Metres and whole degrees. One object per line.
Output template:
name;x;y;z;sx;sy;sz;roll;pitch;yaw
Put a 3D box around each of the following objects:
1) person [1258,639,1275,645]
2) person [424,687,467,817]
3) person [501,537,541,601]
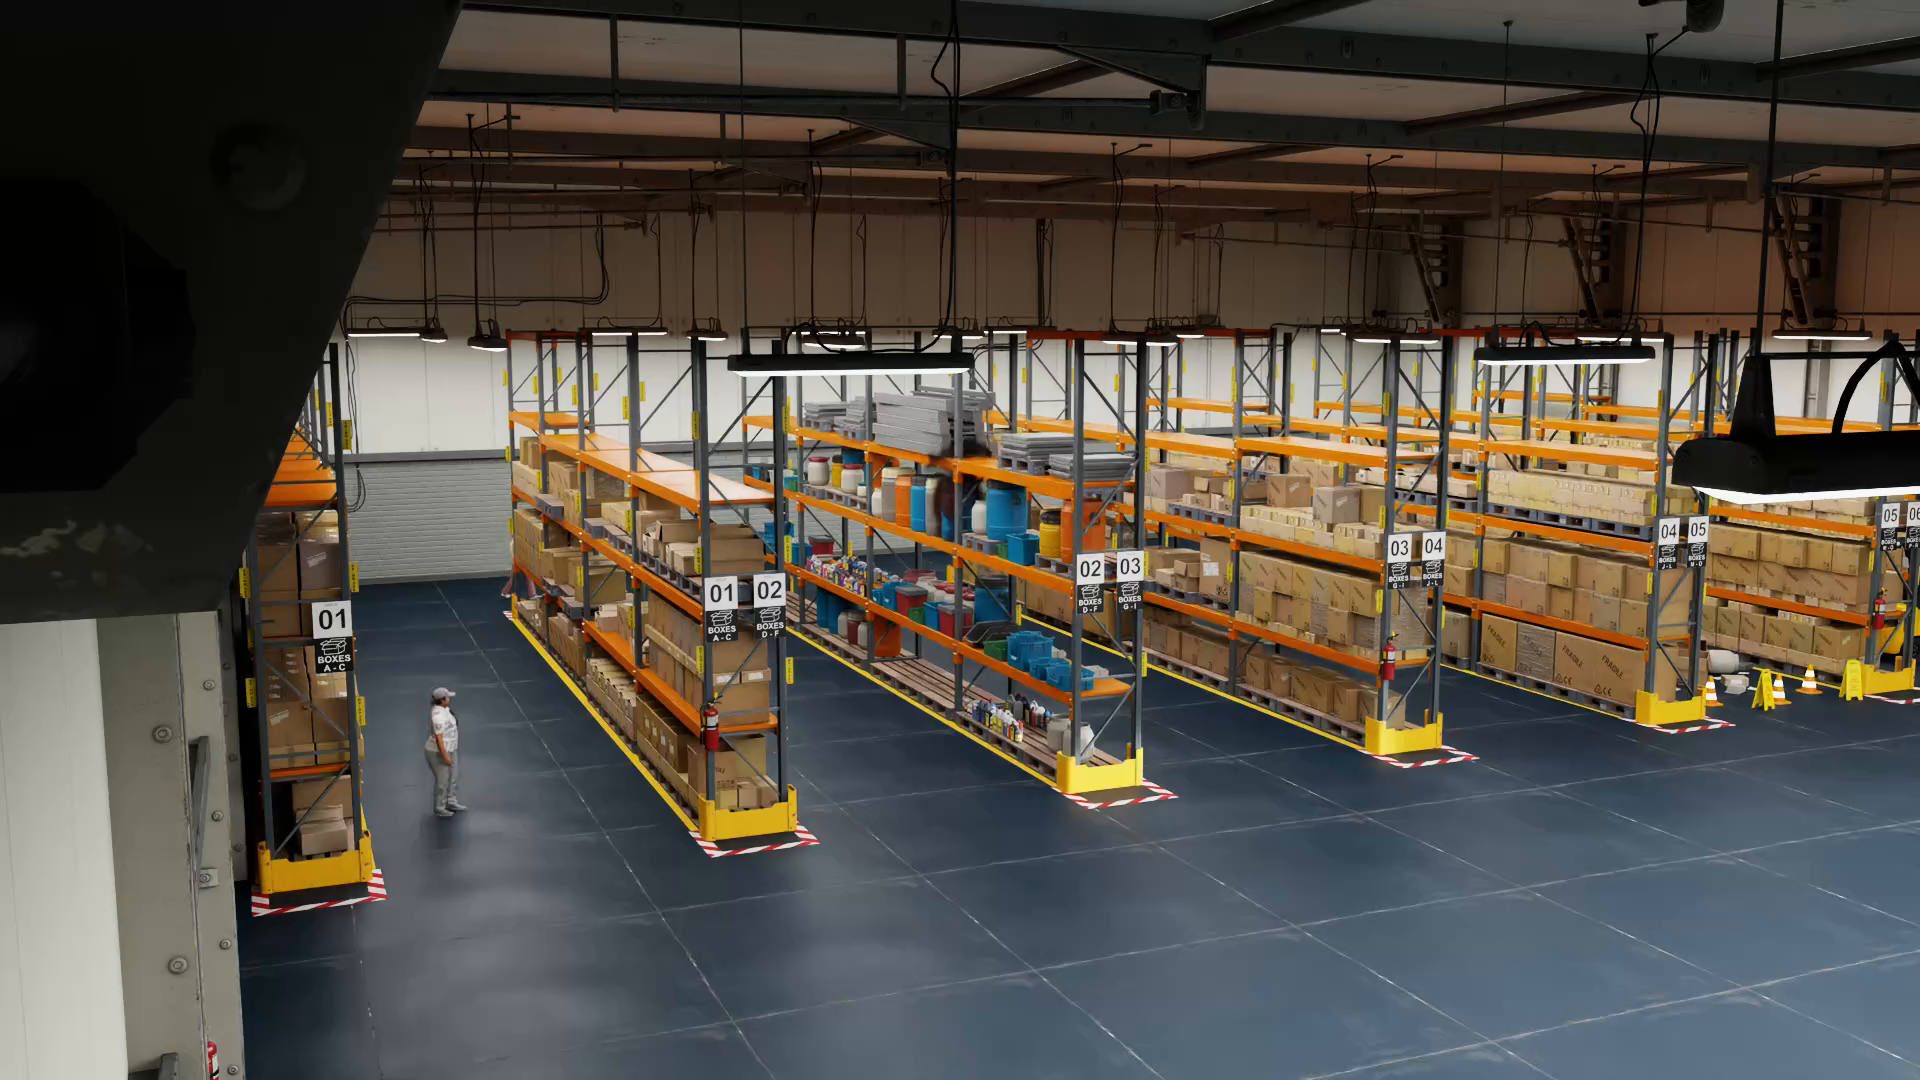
person;6.032;1.129;31.872;0.466;1.768;0.623;-2;8;-15
person;-6.544;2.672;21.050;0.415;1.664;0.545;1;8;4
person;-9.721;0.526;36.813;0.997;1.628;0.530;4;9;27
